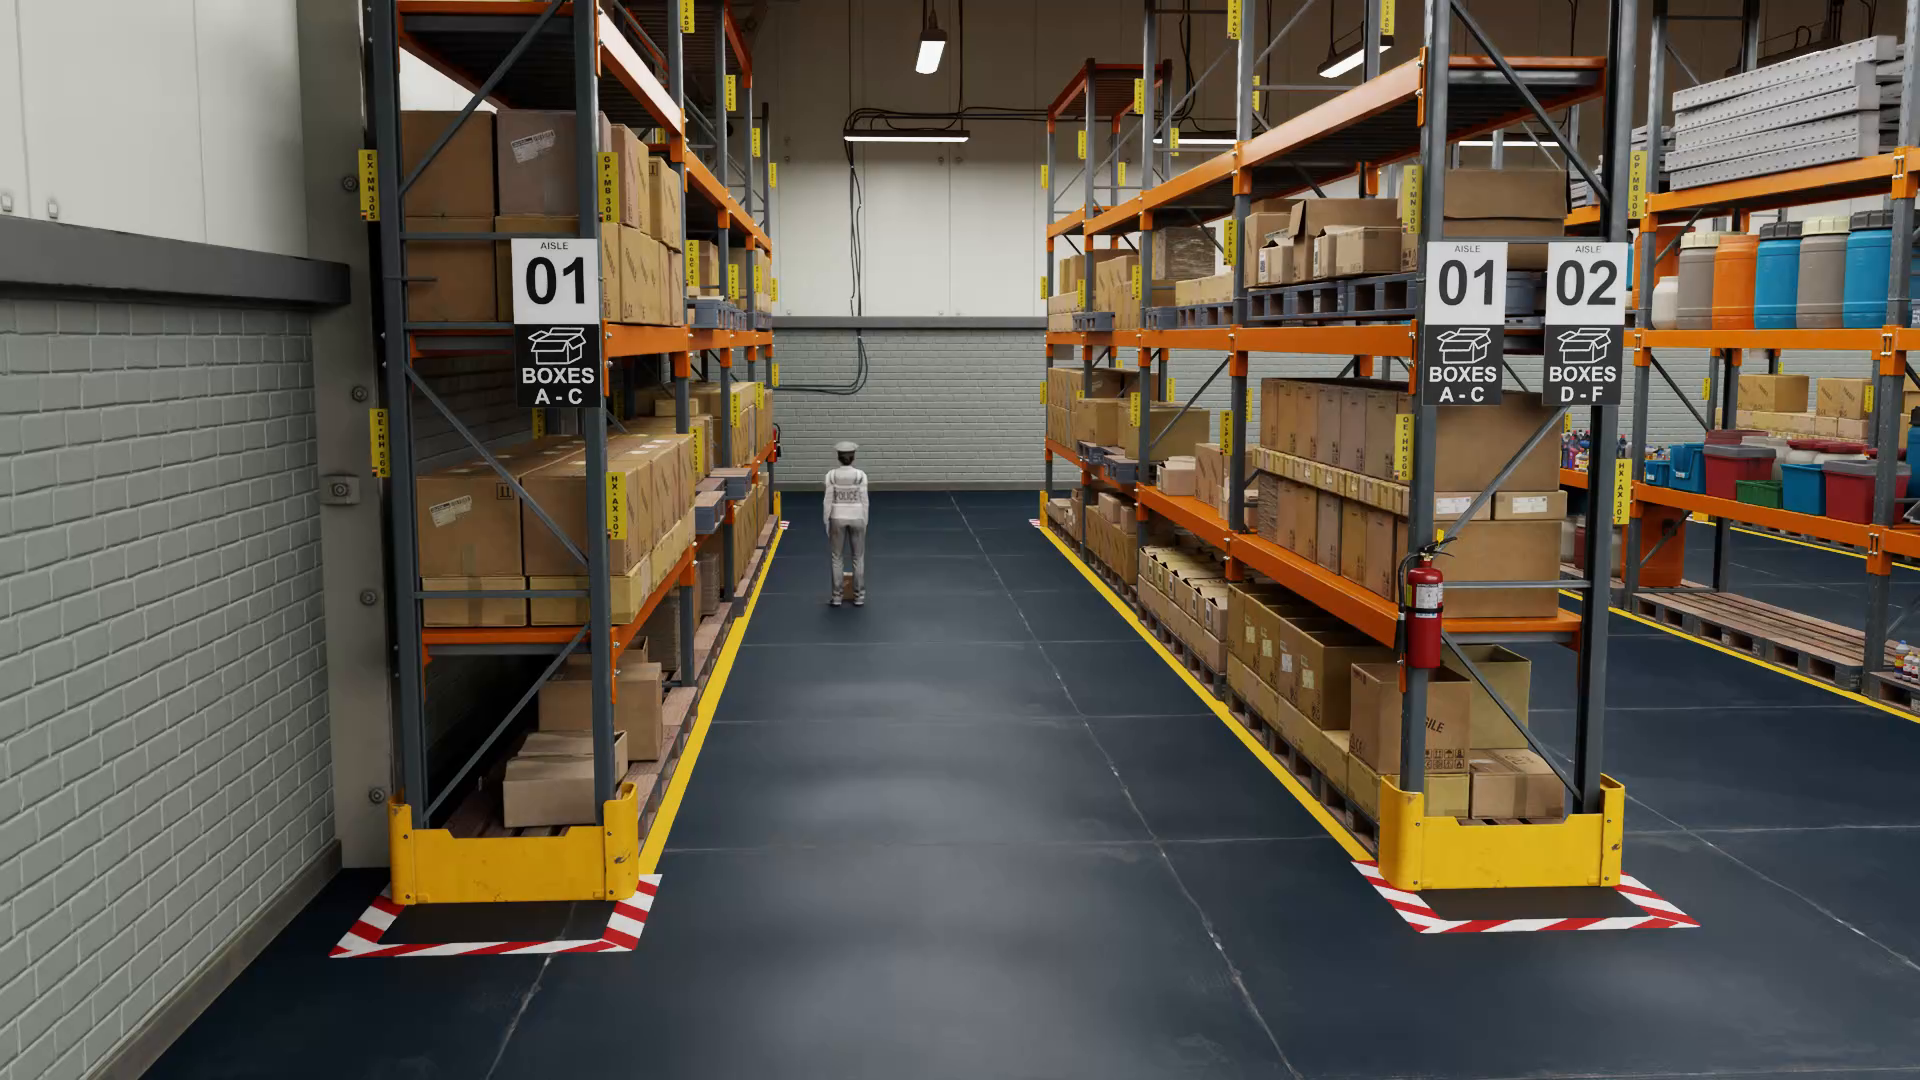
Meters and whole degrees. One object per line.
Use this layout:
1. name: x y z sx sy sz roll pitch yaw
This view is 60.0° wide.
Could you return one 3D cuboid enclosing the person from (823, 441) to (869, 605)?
1. person: -1.167 -0.165 17.053 0.468 1.684 0.343 0 7 -2
